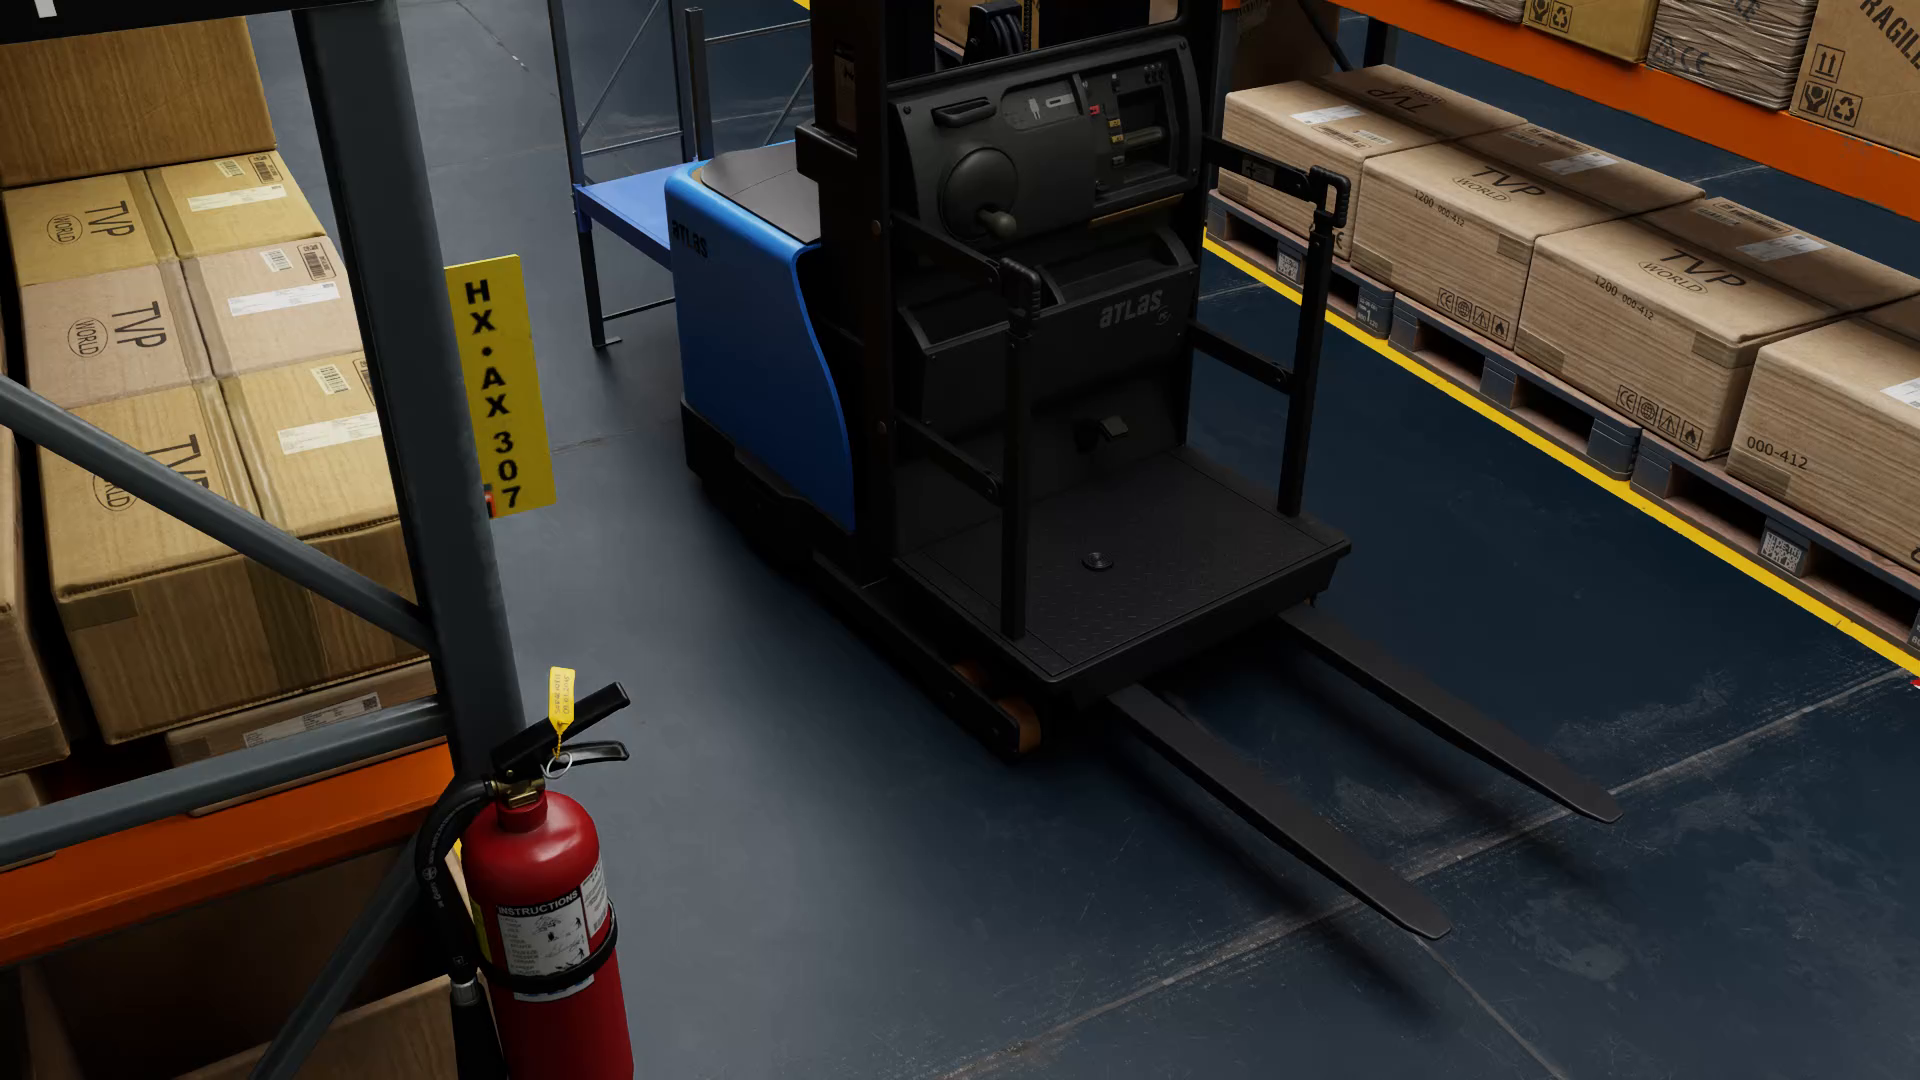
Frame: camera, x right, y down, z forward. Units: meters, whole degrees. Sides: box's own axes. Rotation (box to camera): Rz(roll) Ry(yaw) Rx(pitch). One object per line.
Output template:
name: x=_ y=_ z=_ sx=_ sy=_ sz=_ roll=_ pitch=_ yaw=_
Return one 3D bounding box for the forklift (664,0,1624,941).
forklift: x=0.372 y=-0.963 z=4.037 sx=1.130 sy=2.935 sz=3.031 roll=-22 pitch=39 yaw=-30

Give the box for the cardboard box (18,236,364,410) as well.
cardboard box: x=-1.228 y=-0.257 z=2.733 sx=0.500 sy=0.250 sz=0.500 roll=-15 pitch=36 yaw=-23

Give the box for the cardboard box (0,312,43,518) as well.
cardboard box: x=-1.708 y=-0.131 z=2.537 sx=0.500 sy=0.250 sz=0.500 roll=-16 pitch=36 yaw=-23

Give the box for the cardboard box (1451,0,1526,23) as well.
cardboard box: x=1.950 y=-2.101 z=5.656 sx=0.500 sy=0.500 sz=0.500 roll=-16 pitch=36 yaw=-23

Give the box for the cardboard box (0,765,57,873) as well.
cardboard box: x=-1.411 y=0.345 z=2.163 sx=0.380 sy=0.149 sz=0.250 roll=-16 pitch=36 yaw=-24

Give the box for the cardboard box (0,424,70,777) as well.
cardboard box: x=-1.468 y=0.115 z=2.153 sx=0.500 sy=0.250 sz=0.500 roll=-15 pitch=36 yaw=-22

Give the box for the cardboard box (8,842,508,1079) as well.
cardboard box: x=-1.221 y=0.889 z=3.007 sx=0.797 sy=0.503 sz=0.637 roll=-17 pitch=37 yaw=-25

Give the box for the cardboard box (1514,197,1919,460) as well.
cardboard box: x=2.540 y=-0.743 z=5.614 sx=0.875 sy=0.438 sz=0.875 roll=-15 pitch=36 yaw=-22

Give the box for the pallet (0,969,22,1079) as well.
pallet: x=-1.427 y=1.088 z=3.356 sx=1.003 sy=0.211 sz=1.213 roll=-16 pitch=36 yaw=-23

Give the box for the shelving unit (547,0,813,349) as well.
shelving unit: x=-0.907 y=-1.234 z=5.785 sx=0.538 sy=1.500 sz=1.048 roll=-22 pitch=39 yaw=-30

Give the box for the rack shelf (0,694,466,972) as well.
rack shelf: x=-1.952 y=-0.321 z=3.638 sx=1.077 sy=0.370 sz=4.000 roll=-16 pitch=36 yaw=-23

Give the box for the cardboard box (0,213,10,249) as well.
cardboard box: x=-2.178 y=-0.618 z=3.298 sx=0.500 sy=0.250 sz=0.500 roll=-16 pitch=36 yaw=-23

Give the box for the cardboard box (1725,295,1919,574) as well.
cardboard box: x=2.974 y=-0.308 z=4.936 sx=0.875 sy=0.438 sz=0.875 roll=-17 pitch=36 yaw=-25

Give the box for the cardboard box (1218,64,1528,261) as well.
cardboard box: x=1.703 y=-1.600 z=6.953 sx=0.875 sy=0.438 sz=0.875 roll=-16 pitch=36 yaw=-24

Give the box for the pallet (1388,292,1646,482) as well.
pallet: x=2.363 y=-0.689 z=6.130 sx=1.003 sy=0.211 sz=1.213 roll=-16 pitch=36 yaw=-23

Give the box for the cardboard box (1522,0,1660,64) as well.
cardboard box: x=2.190 y=-1.855 z=5.273 sx=0.500 sy=0.500 sz=0.500 roll=-15 pitch=35 yaw=-22

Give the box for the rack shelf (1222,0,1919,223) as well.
rack shelf: x=2.438 y=-1.572 z=5.589 sx=1.077 sy=0.370 sz=4.000 roll=-16 pitch=36 yaw=-23

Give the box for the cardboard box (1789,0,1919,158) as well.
cardboard box: x=2.690 y=-1.369 z=4.514 sx=0.500 sy=0.500 sz=0.500 roll=-17 pitch=36 yaw=-24

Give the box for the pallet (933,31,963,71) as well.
pallet: x=0.506 y=-2.587 z=9.092 sx=1.003 sy=0.211 sz=1.213 roll=-16 pitch=36 yaw=-23

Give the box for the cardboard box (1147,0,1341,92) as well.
cardboard box: x=1.145 y=-2.387 z=7.775 sx=0.875 sy=0.875 sz=0.875 roll=-15 pitch=35 yaw=-22

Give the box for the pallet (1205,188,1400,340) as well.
pallet: x=1.791 y=-1.272 z=7.040 sx=1.003 sy=0.211 sz=1.213 roll=-16 pitch=36 yaw=-23

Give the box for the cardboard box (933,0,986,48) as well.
cardboard box: x=0.301 y=-3.243 z=9.111 sx=0.875 sy=0.875 sz=0.875 roll=-15 pitch=36 yaw=-23

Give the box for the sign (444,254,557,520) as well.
sign: x=-0.539 y=-0.171 z=1.934 sx=0.100 sy=0.325 sz=0.005 roll=-16 pitch=36 yaw=-23

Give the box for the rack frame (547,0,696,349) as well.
rack frame: x=-1.209 y=-1.454 z=6.129 sx=0.500 sy=1.500 sz=0.032 roll=-22 pitch=39 yaw=-30

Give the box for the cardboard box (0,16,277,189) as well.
cardboard box: x=-1.692 y=-1.048 z=3.273 sx=0.500 sy=0.500 sz=0.500 roll=-15 pitch=36 yaw=-22

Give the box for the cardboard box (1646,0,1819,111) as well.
cardboard box: x=2.442 y=-1.612 z=4.893 sx=0.500 sy=0.500 sz=0.500 roll=-15 pitch=36 yaw=-22

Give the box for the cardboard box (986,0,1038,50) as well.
cardboard box: x=0.717 y=-2.816 z=8.445 sx=0.875 sy=0.875 sz=0.875 roll=-15 pitch=36 yaw=-22

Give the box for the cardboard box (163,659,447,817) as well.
cardboard box: x=-0.930 y=0.210 z=2.374 sx=0.380 sy=0.149 sz=0.250 roll=-16 pitch=36 yaw=-23

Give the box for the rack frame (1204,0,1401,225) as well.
rack frame: x=1.505 y=-2.829 z=6.885 sx=1.000 sy=3.000 sz=0.127 roll=-16 pitch=36 yaw=-23

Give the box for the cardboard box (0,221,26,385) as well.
cardboard box: x=-1.935 y=-0.369 z=2.908 sx=0.500 sy=0.250 sz=0.500 roll=-15 pitch=35 yaw=-22

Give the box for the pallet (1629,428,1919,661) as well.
pallet: x=2.928 y=-0.108 z=5.223 sx=1.003 sy=0.211 sz=1.213 roll=-16 pitch=36 yaw=-23

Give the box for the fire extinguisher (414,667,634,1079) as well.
fire extinguisher: x=-0.542 y=0.474 z=2.147 sx=0.296 sy=0.674 sz=0.183 roll=-16 pitch=36 yaw=-23

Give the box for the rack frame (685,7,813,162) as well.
rack frame: x=-0.605 y=-1.013 z=5.441 sx=0.500 sy=1.500 sz=0.032 roll=-22 pitch=39 yaw=-30

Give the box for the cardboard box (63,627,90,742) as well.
cardboard box: x=-1.475 y=0.209 z=2.377 sx=0.380 sy=0.149 sz=0.250 roll=-15 pitch=35 yaw=-22

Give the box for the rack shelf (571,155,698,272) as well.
rack shelf: x=-0.907 y=-1.082 z=5.882 sx=0.538 sy=0.185 sz=1.000 roll=-22 pitch=39 yaw=-30

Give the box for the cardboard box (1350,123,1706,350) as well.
cardboard box: x=2.121 y=-1.173 z=6.287 sx=0.875 sy=0.438 sz=0.875 roll=-17 pitch=36 yaw=-24

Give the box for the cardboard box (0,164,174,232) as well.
cardboard box: x=-1.724 y=-0.737 z=3.482 sx=0.500 sy=0.250 sz=0.500 roll=-17 pitch=36 yaw=-24

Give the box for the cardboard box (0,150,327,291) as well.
cardboard box: x=-1.467 y=-0.498 z=3.110 sx=0.500 sy=0.250 sz=0.500 roll=-17 pitch=36 yaw=-24

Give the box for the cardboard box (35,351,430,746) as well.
cardboard box: x=-0.992 y=-0.016 z=2.358 sx=0.500 sy=0.250 sz=0.500 roll=-16 pitch=36 yaw=-23
